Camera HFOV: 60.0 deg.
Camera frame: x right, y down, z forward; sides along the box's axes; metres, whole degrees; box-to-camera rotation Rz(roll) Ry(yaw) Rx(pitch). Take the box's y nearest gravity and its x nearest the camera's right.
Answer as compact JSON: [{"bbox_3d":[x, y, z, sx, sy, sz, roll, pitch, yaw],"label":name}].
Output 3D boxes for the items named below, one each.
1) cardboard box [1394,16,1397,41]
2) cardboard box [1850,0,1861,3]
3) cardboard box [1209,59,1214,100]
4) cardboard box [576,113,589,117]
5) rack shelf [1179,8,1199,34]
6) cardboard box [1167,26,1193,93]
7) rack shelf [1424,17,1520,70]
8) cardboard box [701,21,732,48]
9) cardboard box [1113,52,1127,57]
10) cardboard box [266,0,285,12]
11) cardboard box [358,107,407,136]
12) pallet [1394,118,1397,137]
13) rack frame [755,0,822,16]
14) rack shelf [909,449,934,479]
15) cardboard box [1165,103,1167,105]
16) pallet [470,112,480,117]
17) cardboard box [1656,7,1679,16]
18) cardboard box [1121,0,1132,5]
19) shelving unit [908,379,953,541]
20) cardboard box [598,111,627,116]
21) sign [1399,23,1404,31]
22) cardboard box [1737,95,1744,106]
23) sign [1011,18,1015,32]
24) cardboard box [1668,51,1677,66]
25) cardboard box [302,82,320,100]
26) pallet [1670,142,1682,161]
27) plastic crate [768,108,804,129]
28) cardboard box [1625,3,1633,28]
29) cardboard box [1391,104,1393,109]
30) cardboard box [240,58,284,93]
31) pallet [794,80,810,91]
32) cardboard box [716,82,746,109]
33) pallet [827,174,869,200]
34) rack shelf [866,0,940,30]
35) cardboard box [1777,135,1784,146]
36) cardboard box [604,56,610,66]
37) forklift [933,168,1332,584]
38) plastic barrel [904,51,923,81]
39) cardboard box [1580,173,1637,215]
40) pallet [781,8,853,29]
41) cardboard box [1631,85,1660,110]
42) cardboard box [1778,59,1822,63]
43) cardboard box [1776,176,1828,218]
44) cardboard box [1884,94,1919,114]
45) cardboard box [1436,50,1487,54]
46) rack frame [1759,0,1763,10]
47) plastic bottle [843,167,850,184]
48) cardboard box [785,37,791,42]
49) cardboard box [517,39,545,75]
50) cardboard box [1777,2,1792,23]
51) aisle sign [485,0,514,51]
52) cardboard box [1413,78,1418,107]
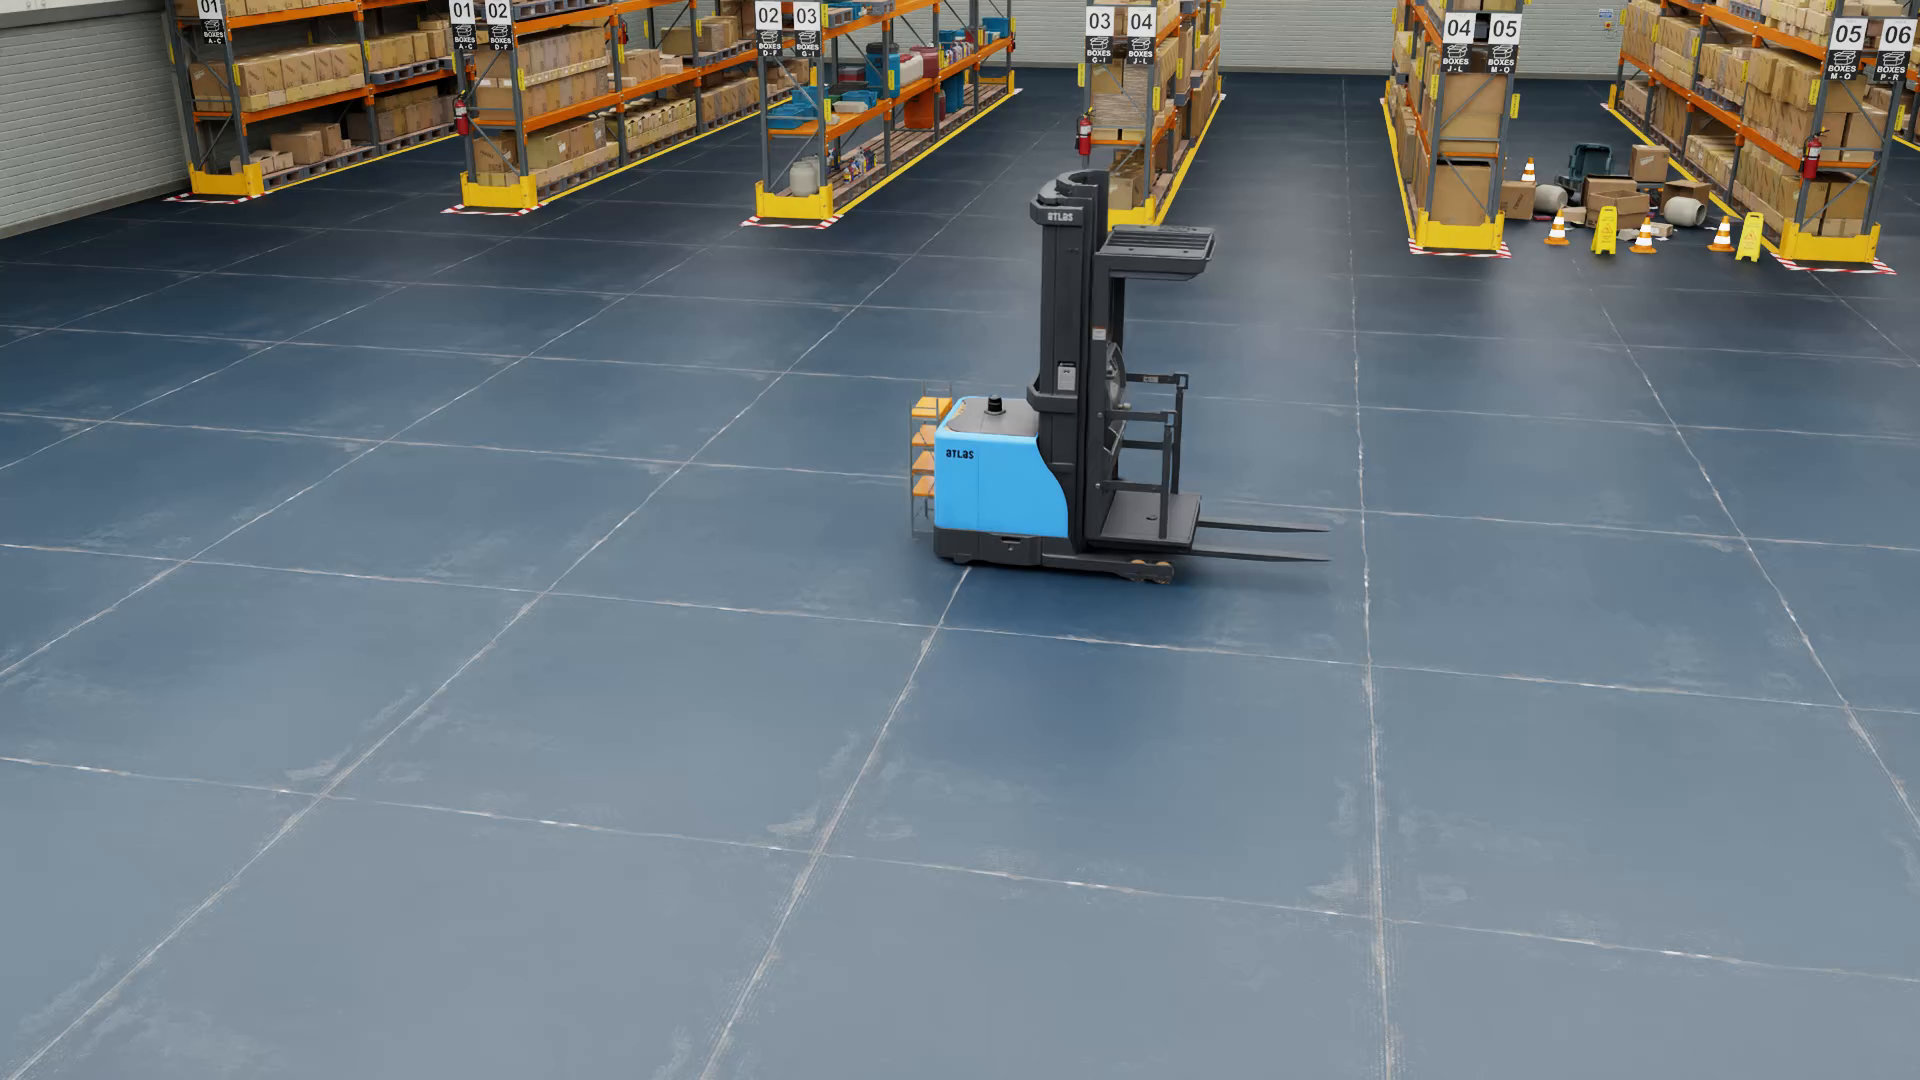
[{"bbox_3d":[10.046,-11.513,37.423,0.500,0.500,0.500,6,23,13],"label":"cardboard box"},{"bbox_3d":[12.510,-7.403,23.004,0.380,0.149,0.250,4,22,11],"label":"cardboard box"},{"bbox_3d":[5.154,-10.197,36.971,0.875,0.875,0.875,4,22,11],"label":"cardboard box"},{"bbox_3d":[-6.974,-7.376,29.798,0.500,0.500,0.500,4,22,11],"label":"cardboard box"},{"bbox_3d":[3.533,-9.287,29.376,1.077,0.370,4.000,4,22,11],"label":"rack shelf"},{"bbox_3d":[3.424,-8.251,28.491,1.000,1.000,1.000,5,22,11],"label":"cardboard box"},{"bbox_3d":[7.552,-7.409,24.713,1.077,0.370,4.000,4,22,11],"label":"rack shelf"},{"bbox_3d":[-5.240,-10.771,35.416,0.700,0.500,0.500,-1,22,-3],"label":"cardboard box"},{"bbox_3d":[2.275,-7.087,25.094,0.500,0.500,0.500,4,22,11],"label":"cardboard box"},{"bbox_3d":[-11.679,-9.102,27.793,0.500,0.500,0.500,6,23,13],"label":"cardboard box"},{"bbox_3d":[-11.233,-8.139,32.334,0.700,0.500,0.500,4,22,10],"label":"cardboard box"},{"bbox_3d":[9.435,-8.430,34.034,1.003,0.211,1.213,4,22,11],"label":"pallet"},{"bbox_3d":[-2.540,-9.195,24.171,1.000,3.000,0.127,4,22,11],"label":"rack frame"},{"bbox_3d":[-0.227,-0.576,13.386,0.258,0.148,0.480,4,22,11],"label":"rack shelf"},{"bbox_3d":[3.198,-7.103,27.341,0.380,0.149,0.250,4,22,11],"label":"cardboard box"},{"bbox_3d":[-10.372,-9.083,35.654,1.003,0.211,1.213,4,22,11],"label":"pallet"},{"bbox_3d":[14.210,-10.616,33.388,0.380,0.149,0.250,4,22,10],"label":"cardboard box"},{"bbox_3d":[2.376,-8.036,24.975,0.380,0.149,0.250,5,22,12],"label":"cardboard box"},{"bbox_3d":[-0.228,-0.639,13.361,0.258,1.200,0.503,4,22,11],"label":"shelving unit"},{"bbox_3d":[-6.566,-7.977,31.543,0.500,0.311,0.500,4,22,11],"label":"cardboard box"},{"bbox_3d":[9.059,-10.449,34.154,0.100,0.325,0.005,4,22,11],"label":"sign"},{"bbox_3d":[12.661,-7.030,26.598,0.380,0.149,0.250,5,22,12],"label":"cardboard box"},{"bbox_3d":[1.266,-12.304,39.701,0.100,0.325,0.005,4,22,11],"label":"sign"},{"bbox_3d":[13.784,-9.131,31.572,0.500,0.250,0.500,4,22,9],"label":"cardboard box"},{"bbox_3d":[-11.521,-7.823,28.968,0.500,0.250,0.500,5,22,11],"label":"cardboard box"},{"bbox_3d":[13.877,-7.195,30.965,1.003,0.211,1.213,4,22,11],"label":"pallet"},{"bbox_3d":[-2.731,-6.550,25.830,0.499,0.251,0.616,4,22,11],"label":"plastic crate"},{"bbox_3d":[14.898,-11.488,36.420,0.500,0.500,0.500,4,22,10],"label":"cardboard box"},{"bbox_3d":[9.550,-9.429,36.035,0.380,0.149,0.250,4,22,11],"label":"cardboard box"},{"bbox_3d":[-11.737,-7.787,27.874,0.500,0.500,0.500,5,22,11],"label":"cardboard box"},{"bbox_3d":[-4.301,-11.030,40.489,1.003,0.211,1.213,4,22,11],"label":"pallet"},{"bbox_3d":[-4.972,-9.659,36.109,0.500,0.500,0.500,5,22,12],"label":"cardboard box"},{"bbox_3d":[-2.149,-5.892,27.731,1.003,0.211,1.213,4,22,11],"label":"pallet"},{"bbox_3d":[-1.316,-9.665,30.314,1.077,0.370,4.000,4,22,11],"label":"rack shelf"},{"bbox_3d":[12.069,-5.789,24.080,0.380,0.149,0.250,4,22,10],"label":"cardboard box"},{"bbox_3d":[-6.418,-8.486,29.437,0.380,0.149,0.250,4,22,11],"label":"cardboard box"},{"bbox_3d":[1.362,-1.243,12.547,3.031,2.935,1.130,5,22,11],"label":"forklift"},{"bbox_3d":[-0.909,-8.998,31.560,0.421,0.512,0.421,0,22,0],"label":"plastic barrel"},{"bbox_3d":[10.073,-5.363,25.844,0.797,0.637,0.503,4,22,11],"label":"cardboard box"},{"bbox_3d":[-2.276,-8.012,25.499,1.003,0.211,1.213,4,22,11],"label":"pallet"},{"bbox_3d":[15.059,-9.553,35.957,0.875,0.438,0.875,5,22,12],"label":"cardboard box"},{"bbox_3d":[12.252,-6.682,24.090,0.700,0.500,0.500,4,22,11],"label":"cardboard box"},{"bbox_3d":[11.918,-4.860,23.550,0.500,0.500,0.500,5,22,11],"label":"cardboard box"},{"bbox_3d":[19.493,-8.884,34.211,0.700,0.500,0.500,4,22,9],"label":"cardboard box"},{"bbox_3d":[7.852,-7.311,25.876,0.875,0.550,0.550,4,22,11],"label":"cardboard box"},{"bbox_3d":[12.826,-9.525,24.990,1.000,3.000,0.127,4,22,11],"label":"rack frame"},{"bbox_3d":[-1.865,-5.991,27.306,0.097,0.271,0.097,0,22,0],"label":"plastic bottle"},{"bbox_3d":[-4.261,-11.949,38.903,0.500,0.500,0.500,4,22,10],"label":"cardboard box"},{"bbox_3d":[-7.168,-7.822,26.919,0.700,0.500,0.500,4,22,10],"label":"cardboard box"},{"bbox_3d":[12.257,-7.691,24.252,0.500,0.250,0.500,5,22,11],"label":"cardboard box"},{"bbox_3d":[-7.102,-7.950,25.629,0.394,0.787,0.004,4,22,11],"label":"aisle sign"},{"bbox_3d":[7.908,-7.525,27.920,0.500,0.500,0.500,4,22,10],"label":"cardboard box"}]
